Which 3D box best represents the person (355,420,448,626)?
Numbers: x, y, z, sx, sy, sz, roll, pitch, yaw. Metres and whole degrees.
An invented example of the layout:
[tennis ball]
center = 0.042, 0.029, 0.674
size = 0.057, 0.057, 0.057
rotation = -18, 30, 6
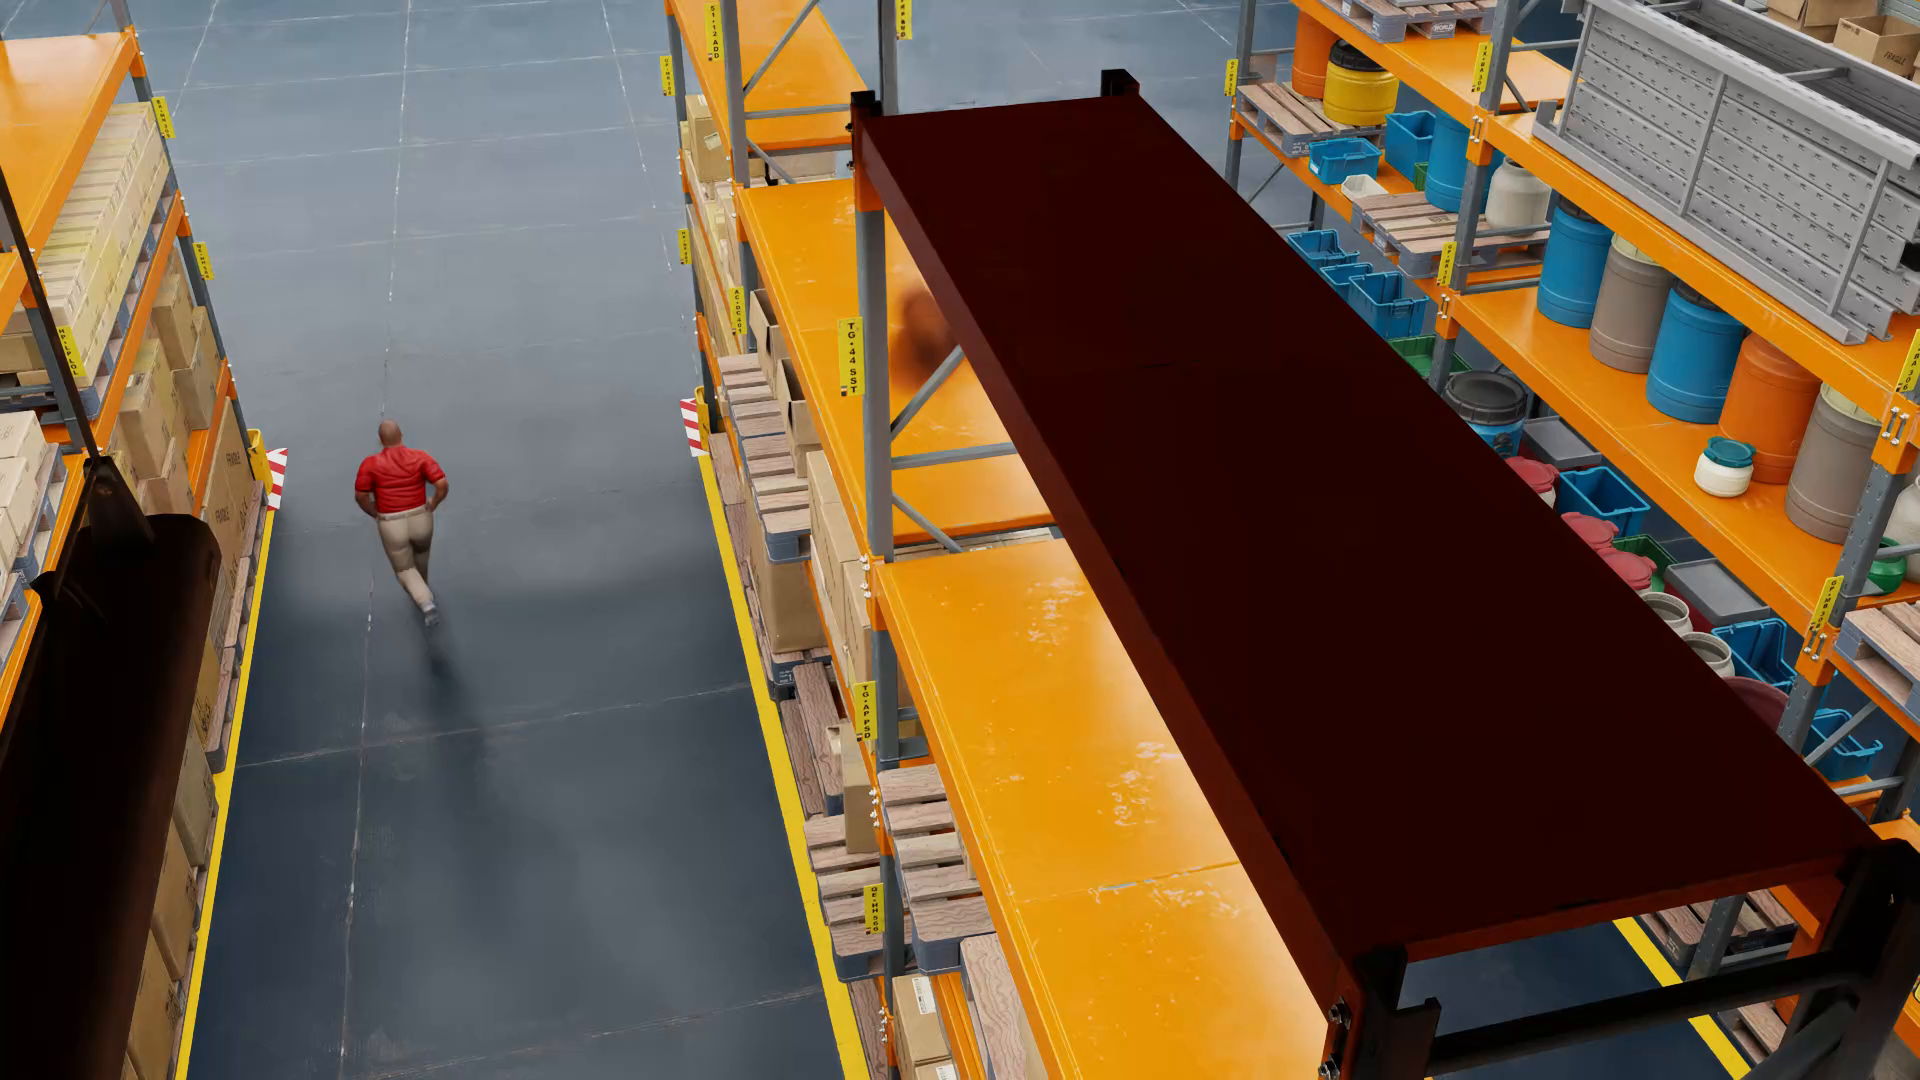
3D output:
[person]
center = -4.208, -0.069, 12.744
size = 0.663, 1.732, 0.986
rotation = -18, 38, -24
